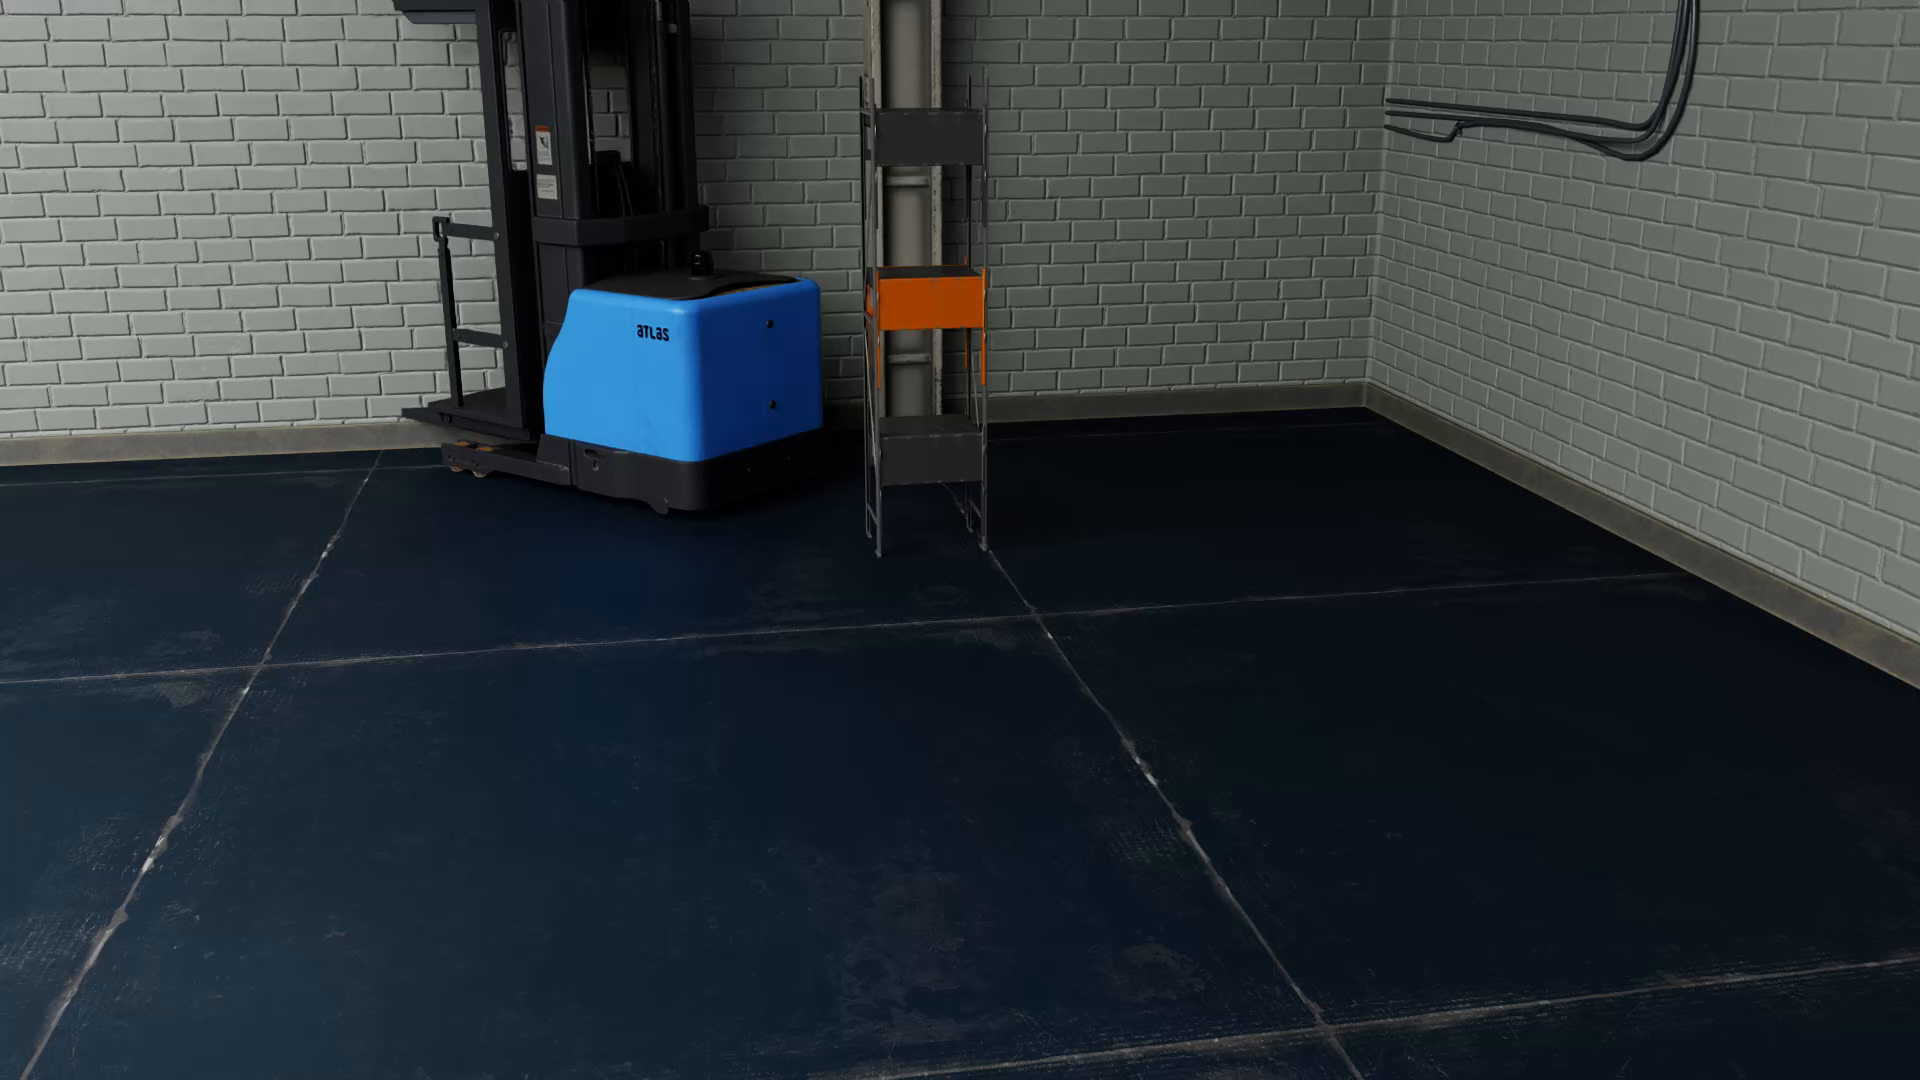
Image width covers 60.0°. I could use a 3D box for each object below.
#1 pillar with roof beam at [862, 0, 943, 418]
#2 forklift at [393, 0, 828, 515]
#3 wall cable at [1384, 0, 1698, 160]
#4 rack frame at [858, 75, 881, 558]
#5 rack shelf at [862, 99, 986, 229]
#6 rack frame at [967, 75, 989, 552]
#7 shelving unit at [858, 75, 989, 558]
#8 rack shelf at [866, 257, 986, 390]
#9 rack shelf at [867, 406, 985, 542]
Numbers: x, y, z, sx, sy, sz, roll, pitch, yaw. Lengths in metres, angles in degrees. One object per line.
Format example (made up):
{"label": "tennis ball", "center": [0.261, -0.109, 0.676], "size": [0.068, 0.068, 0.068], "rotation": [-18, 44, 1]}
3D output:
{"label": "pillar with roof beam", "center": [0.494, -3.709, 4.562], "size": [0.400, 9.000, 9.100], "rotation": [-3, 17, -10]}
{"label": "forklift", "center": [-2.189, -1.847, 8.833], "size": [3.031, 2.935, 1.130], "rotation": [12, 21, 34]}
{"label": "wall cable", "center": [2.821, -3.249, 8.351], "size": [0.112, 2.526, 3.097], "rotation": [-3, 17, -10]}
{"label": "rack frame", "center": [-0.402, -0.981, 7.429], "size": [0.015, 2.100, 0.400], "rotation": [-3, 17, -10]}
{"label": "rack shelf", "center": [-0.163, -1.651, 7.272], "size": [0.480, 0.518, 0.431], "rotation": [-3, 17, -10]}
{"label": "rack frame", "center": [0.077, -1.008, 7.518], "size": [0.015, 2.100, 0.400], "rotation": [-3, 17, -10]}
{"label": "shelving unit", "center": [-0.163, -0.995, 7.474], "size": [0.503, 2.100, 0.431], "rotation": [-3, 17, -10]}
{"label": "rack shelf", "center": [-0.162, -0.981, 7.478], "size": [0.480, 0.518, 0.431], "rotation": [-3, 17, -10]}
{"label": "rack shelf", "center": [-0.162, -0.312, 7.683], "size": [0.480, 0.518, 0.431], "rotation": [-3, 17, -10]}
